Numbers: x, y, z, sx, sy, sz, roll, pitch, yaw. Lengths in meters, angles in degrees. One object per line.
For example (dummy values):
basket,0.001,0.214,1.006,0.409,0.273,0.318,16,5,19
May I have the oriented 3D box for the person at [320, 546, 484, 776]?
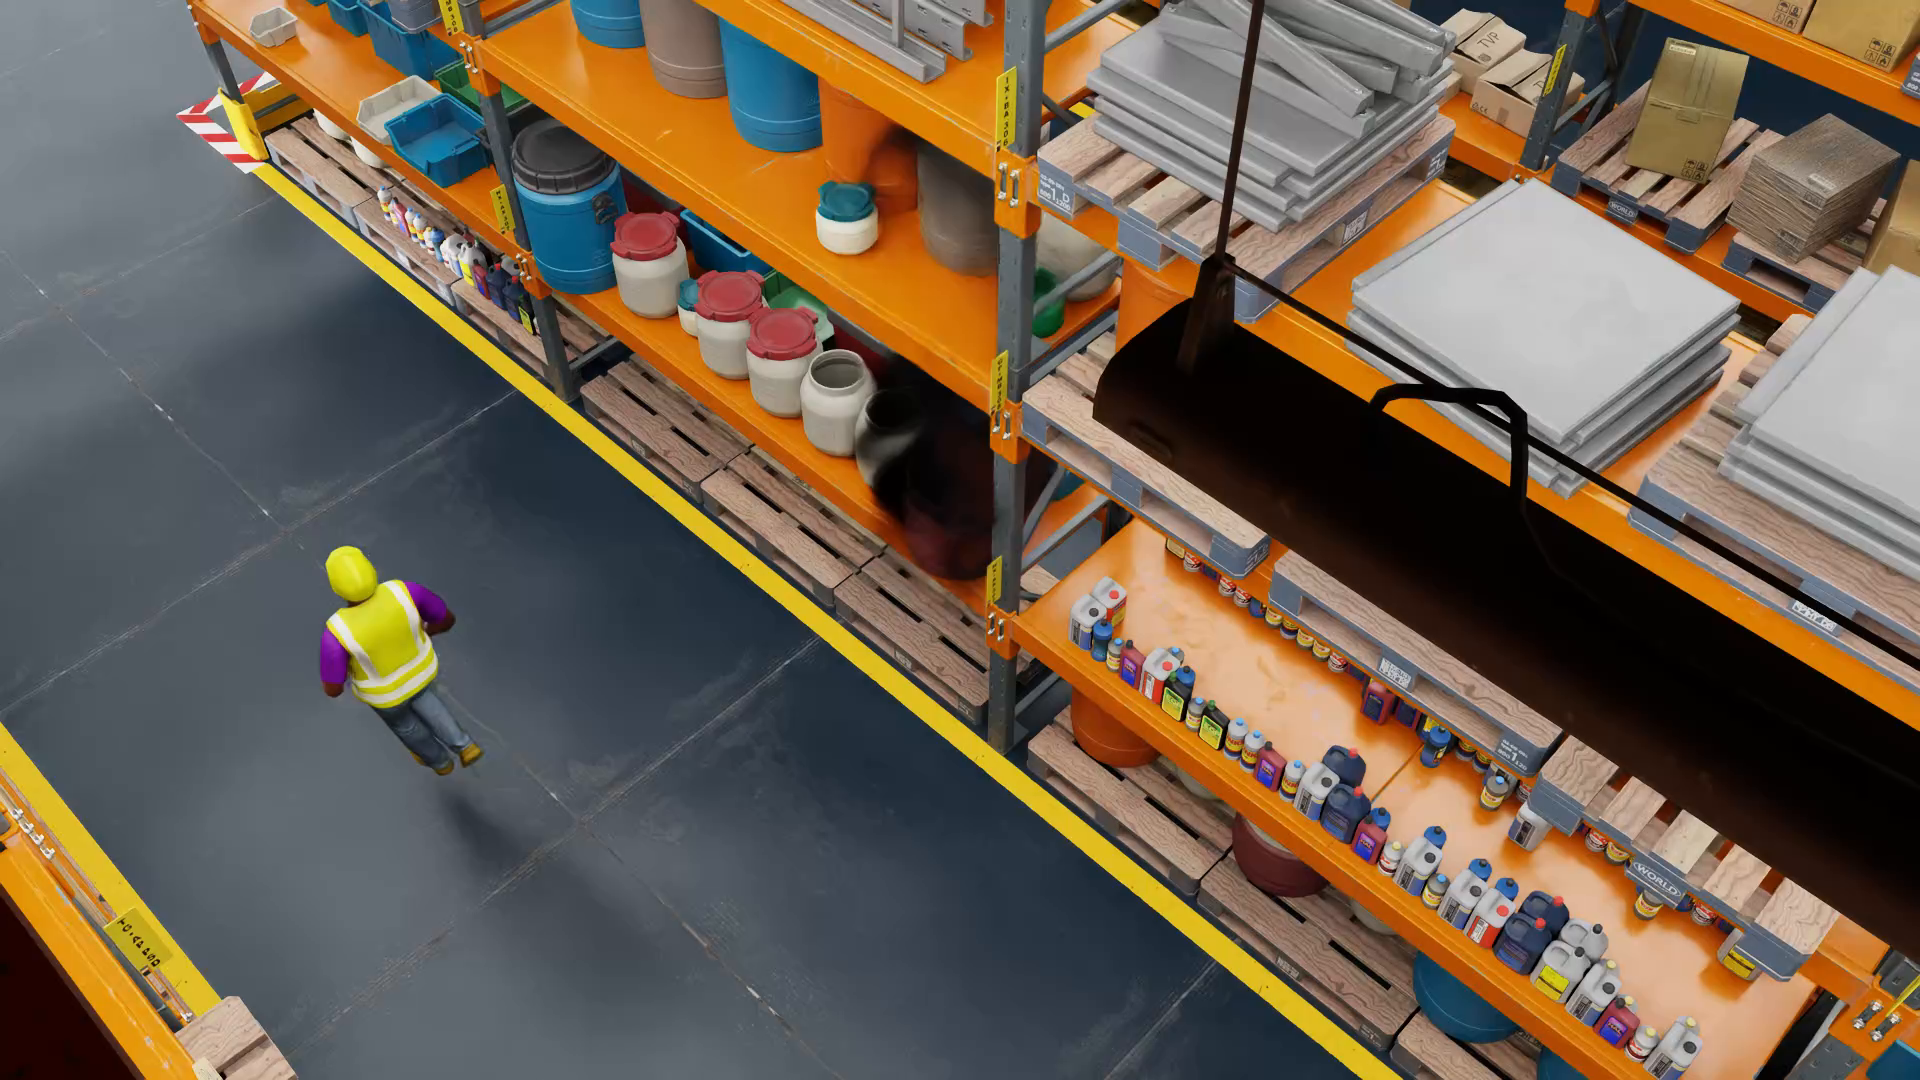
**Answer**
person,-2.835,0.674,8.323,0.573,1.741,0.690,35,58,25
